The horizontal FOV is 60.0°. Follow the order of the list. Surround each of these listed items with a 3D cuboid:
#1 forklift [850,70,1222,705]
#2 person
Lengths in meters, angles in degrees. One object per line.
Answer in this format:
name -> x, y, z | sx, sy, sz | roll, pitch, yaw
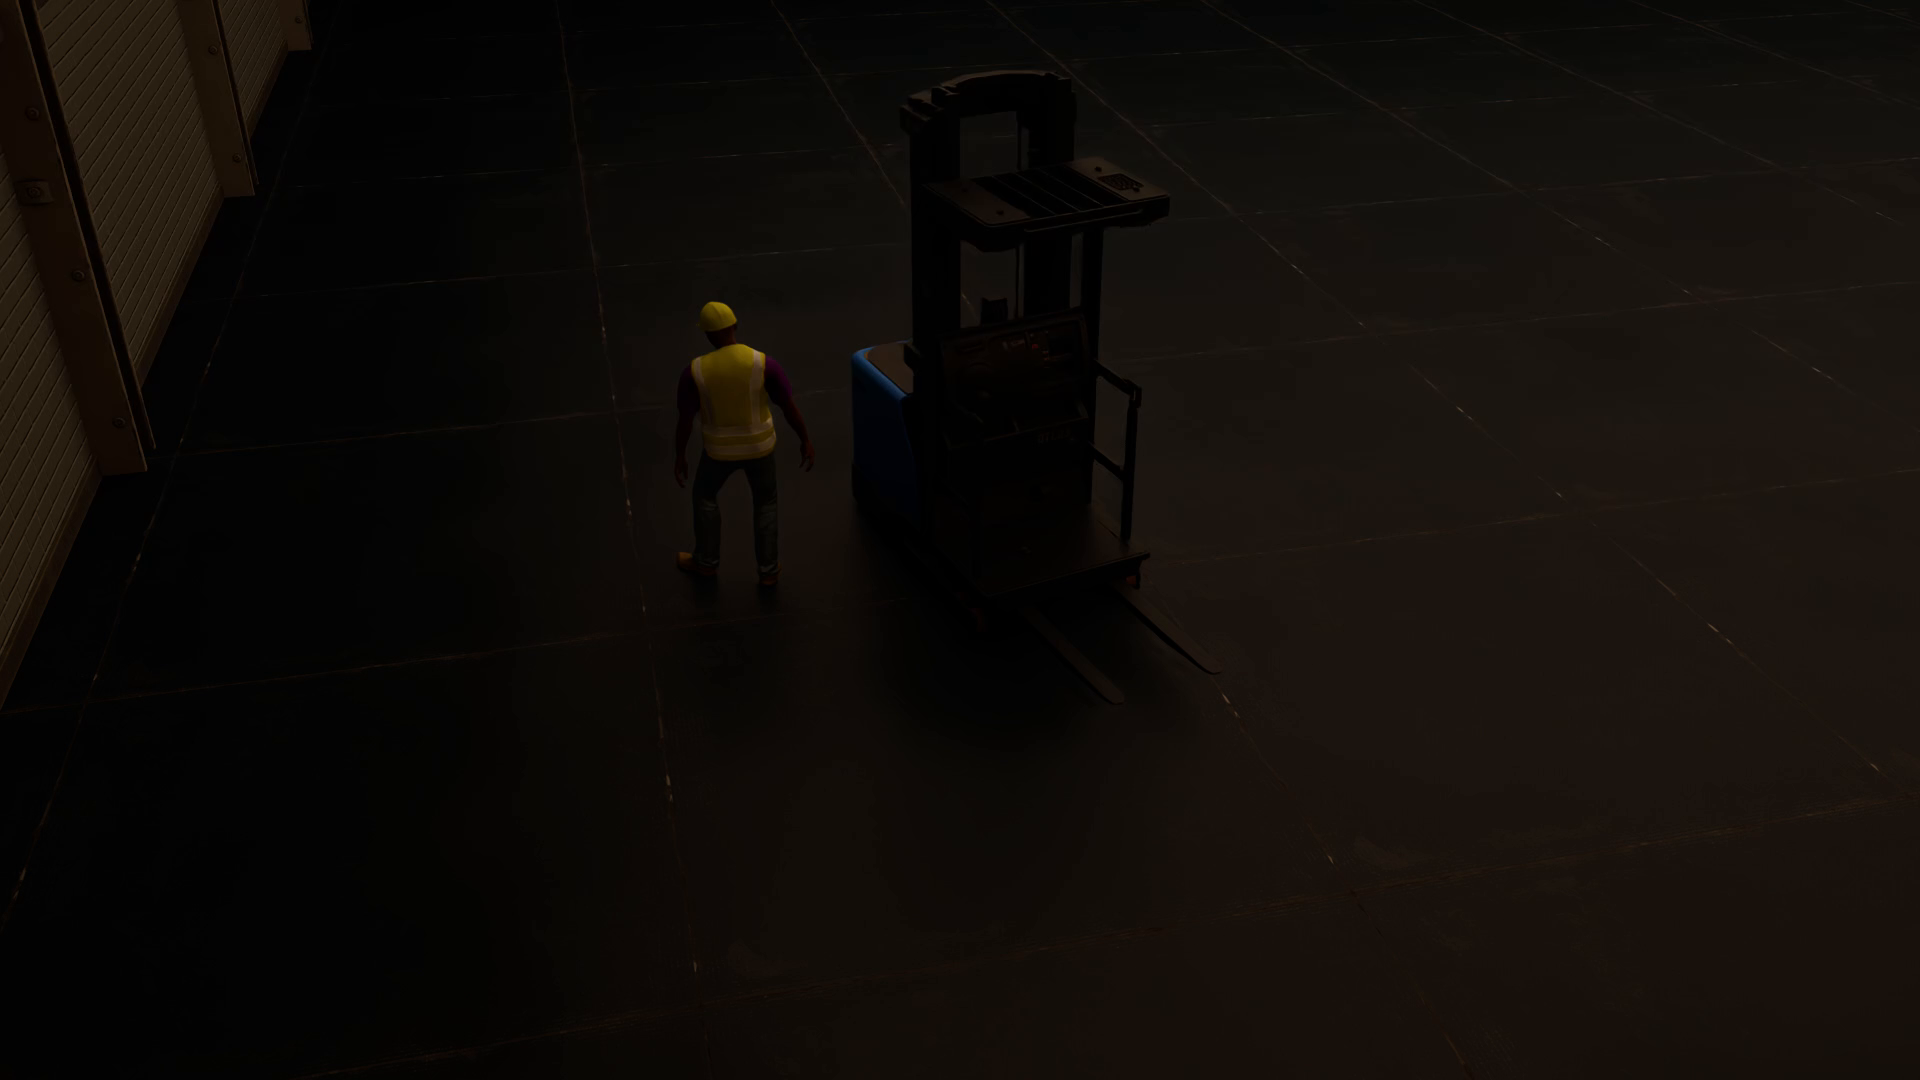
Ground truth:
forklift -> 0.413, -0.977, 9.262 | 1.130, 2.935, 3.031 | -14, 33, -23
person -> -1.299, -0.561, 9.770 | 0.883, 1.733, 0.472 | -2, 30, -4
